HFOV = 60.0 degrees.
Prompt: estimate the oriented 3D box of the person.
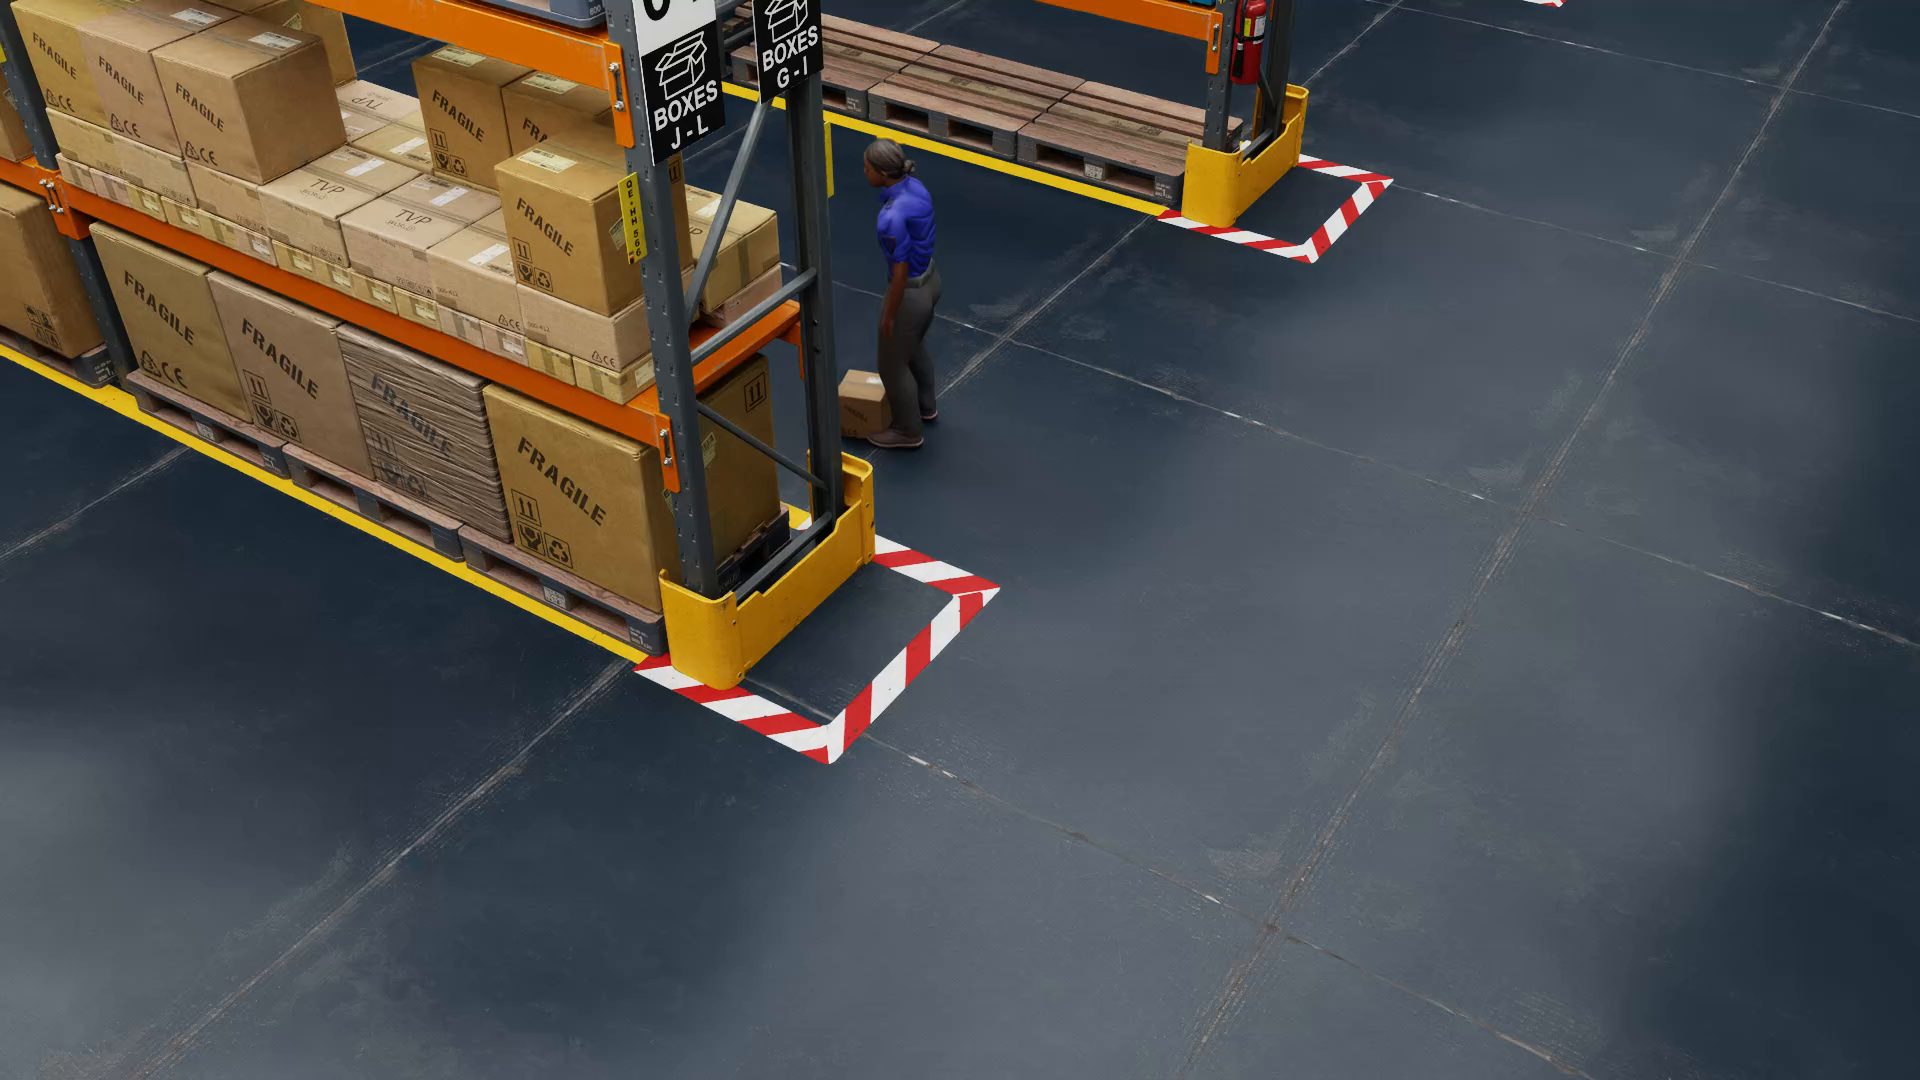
[{"bbox_3d":[-0.278,-1.218,8.207,0.349,1.653,0.520,10,40,12],"label":"person"}]
